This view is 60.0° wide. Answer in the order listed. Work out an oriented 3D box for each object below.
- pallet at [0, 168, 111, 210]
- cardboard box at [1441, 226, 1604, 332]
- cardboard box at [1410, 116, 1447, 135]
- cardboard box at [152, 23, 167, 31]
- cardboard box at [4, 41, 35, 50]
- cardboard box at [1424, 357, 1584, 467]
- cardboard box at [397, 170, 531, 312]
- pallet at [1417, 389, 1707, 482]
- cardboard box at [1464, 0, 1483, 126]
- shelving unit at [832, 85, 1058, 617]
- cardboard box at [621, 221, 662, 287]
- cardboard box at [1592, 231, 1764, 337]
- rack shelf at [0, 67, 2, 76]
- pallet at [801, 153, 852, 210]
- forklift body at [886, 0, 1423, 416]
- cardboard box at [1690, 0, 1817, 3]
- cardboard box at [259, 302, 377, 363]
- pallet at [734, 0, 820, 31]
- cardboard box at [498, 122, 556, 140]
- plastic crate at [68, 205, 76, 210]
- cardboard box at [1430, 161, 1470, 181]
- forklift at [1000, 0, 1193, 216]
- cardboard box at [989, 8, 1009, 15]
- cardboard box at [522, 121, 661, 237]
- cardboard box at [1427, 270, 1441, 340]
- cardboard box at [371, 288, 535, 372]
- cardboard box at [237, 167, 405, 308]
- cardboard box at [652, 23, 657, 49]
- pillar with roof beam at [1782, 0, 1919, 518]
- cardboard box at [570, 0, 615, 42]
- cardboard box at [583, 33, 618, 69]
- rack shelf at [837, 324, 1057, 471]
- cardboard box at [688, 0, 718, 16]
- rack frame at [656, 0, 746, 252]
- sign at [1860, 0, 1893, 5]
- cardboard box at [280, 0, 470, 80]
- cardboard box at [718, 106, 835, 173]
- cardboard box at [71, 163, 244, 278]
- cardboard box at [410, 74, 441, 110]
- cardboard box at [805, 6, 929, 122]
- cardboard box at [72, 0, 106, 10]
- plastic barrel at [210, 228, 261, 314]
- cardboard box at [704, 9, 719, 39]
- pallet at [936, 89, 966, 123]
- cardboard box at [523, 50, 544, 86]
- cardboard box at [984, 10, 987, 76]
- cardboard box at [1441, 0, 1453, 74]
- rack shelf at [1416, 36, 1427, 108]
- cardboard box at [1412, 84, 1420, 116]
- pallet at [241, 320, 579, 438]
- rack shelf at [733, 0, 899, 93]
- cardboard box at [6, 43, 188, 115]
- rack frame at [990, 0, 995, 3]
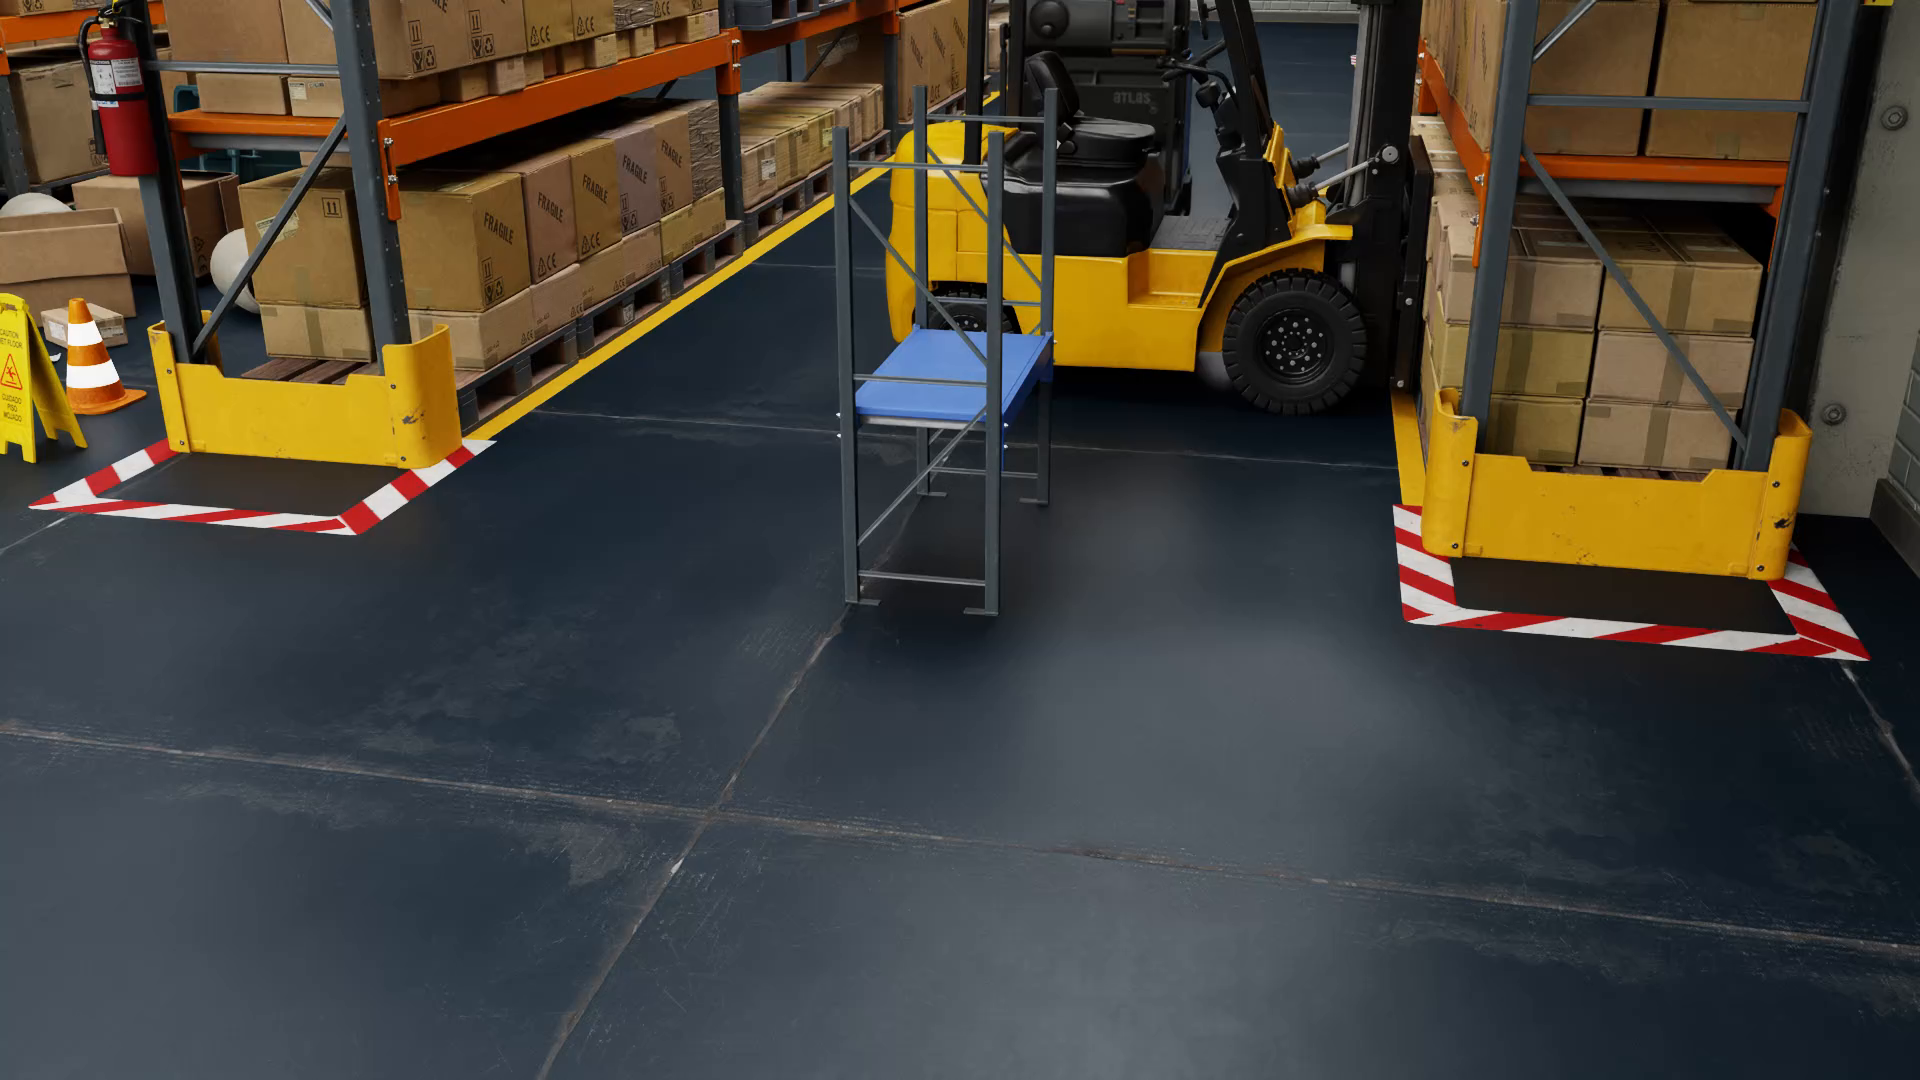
[{"bbox_3d":[-6.614,-2.543,11.886,1.003,0.211,1.213,4,22,11],"label":"pallet"},{"bbox_3d":[2.001,-0.944,5.962,0.500,0.250,0.500,5,23,13],"label":"cardboard box"},{"bbox_3d":[2.623,-2.062,8.737,0.500,0.250,0.500,4,22,10],"label":"cardboard box"},{"bbox_3d":[-9.687,-6.334,19.848,0.875,0.875,0.875,4,22,11],"label":"cardboard box"},{"bbox_3d":[-10.366,-5.212,17.062,1.225,0.875,0.875,5,22,11],"label":"cardboard box"},{"bbox_3d":[1.999,-0.484,6.158,0.500,0.250,0.500,5,22,11],"label":"cardboard box"},{"bbox_3d":[-2.208,-1.295,7.170,0.500,0.500,0.500,4,22,9],"label":"cardboard box"},{"bbox_3d":[2.328,-0.358,6.460,1.003,0.211,1.213,4,22,11],"label":"pallet"},{"bbox_3d":[2.171,-1.804,6.184,0.500,0.500,0.500,5,23,13],"label":"cardboard box"},{"bbox_3d":[-0.017,-0.665,5.496,0.538,1.500,1.048,4,22,11],"label":"shelving unit"},{"bbox_3d":[-1.896,-1.510,8.706,0.500,0.250,0.500,5,22,12],"label":"cardboard box"},{"bbox_3d":[2.496,-0.913,5.886,0.500,0.250,0.500,4,22,10],"label":"cardboard box"},{"bbox_3d":[-7.106,-2.484,8.968,1.077,0.370,4.000,4,22,11],"label":"rack shelf"},{"bbox_3d":[-1.427,-2.647,12.144,1.003,0.211,1.213,4,22,11],"label":"pallet"},{"bbox_3d":[0.814,-1.807,7.462,2.313,2.155,1.214,4,22,11],"label":"forklift body"},{"bbox_3d":[2.536,-1.820,5.356,0.380,0.149,0.250,4,22,10],"label":"cardboard box"},{"bbox_3d":[-2.741,-0.990,7.415,0.500,0.250,0.500,4,22,11],"label":"cardboard box"},{"bbox_3d":[-1.533,-3.388,10.507,1.003,0.211,1.213,4,22,11],"label":"pallet"},{"bbox_3d":[-2.421,-1.894,8.657,0.500,0.500,0.500,6,23,14],"label":"cardboard box"},{"bbox_3d":[-5.451,-2.108,10.759,0.450,0.188,0.662,7,21,42],"label":"plastic crate"},{"bbox_3d":[2.304,-1.501,7.346,0.500,0.250,0.500,4,22,10],"label":"cardboard box"},{"bbox_3d":[0.791,-3.154,9.762,1.130,2.935,3.031,4,22,10],"label":"forklift"},{"bbox_3d":[0.402,-6.019,19.651,0.875,0.438,0.875,5,22,12],"label":"cardboard box"},{"bbox_3d":[-1.894,-1.866,8.586,0.500,0.500,0.500,6,23,14],"label":"cardboard box"},{"bbox_3d":[2.119,-0.904,6.533,0.500,0.250,0.500,4,22,10],"label":"cardboard box"},{"bbox_3d":[-2.212,-0.939,7.288,0.500,0.250,0.500,4,22,10],"label":"cardboard box"},{"bbox_3d":[-2.739,-1.326,7.245,0.500,0.500,0.500,5,22,11],"label":"cardboard box"},{"bbox_3d":[-1.837,-2.680,8.829,0.380,0.149,0.250,4,22,10],"label":"cardboard box"},{"bbox_3d":[-0.977,-4.665,5.392,9.100,9.000,0.400,4,22,11],"label":"pillar with roof beam"},{"bbox_3d":[-1.978,-2.645,7.873,0.500,0.500,0.500,4,22,10],"label":"cardboard box"},{"bbox_3d":[-1.901,-2.391,8.112,0.380,0.149,0.250,5,22,11],"label":"cardboard box"},{"bbox_3d":[-0.017,-0.498,5.563,0.538,0.185,1.000,4,22,11],"label":"rack shelf"},{"bbox_3d":[-1.678,-3.211,9.280,0.500,0.500,0.500,4,22,10],"label":"cardboard box"},{"bbox_3d":[-1.831,-3.208,9.805,1.000,3.000,0.127,4,22,11],"label":"rack frame"},{"bbox_3d":[2.755,-1.762,4.950,0.100,0.325,0.005,4,22,11],"label":"sign"},{"bbox_3d":[-2.279,-2.082,6.476,0.500,0.500,0.500,4,22,10],"label":"cardboard box"},{"bbox_3d":[-1.443,-2.894,11.979,0.950,0.372,0.625,5,23,13],"label":"cardboard box"},{"bbox_3d":[-4.585,-1.829,9.539,0.797,0.637,0.503,4,22,11],"label":"cardboard box"},{"bbox_3d":[-2.338,-1.831,6.721,0.380,0.149,0.250,5,22,12],"label":"cardboard box"},{"bbox_3d":[-0.793,-4.127,14.367,0.875,0.875,0.875,4,22,10],"label":"cardboard box"},{"bbox_3d":[-6.225,-3.952,11.517,0.500,0.500,0.500,5,22,11],"label":"cardboard box"},{"bbox_3d":[-3.708,-1.421,8.816,0.421,0.421,0.512,-16,27,-35],"label":"plastic barrel"},{"bbox_3d":[-1.598,-2.951,9.502,0.380,0.149,0.250,4,22,10],"label":"cardboard box"},{"bbox_3d":[-0.529,-4.105,15.764,1.003,0.211,1.213,4,22,11],"label":"pallet"},{"bbox_3d":[-2.088,-2.108,7.409,0.380,0.149,0.250,5,22,12],"label":"cardboard box"},{"bbox_3d":[-0.247,-5.111,16.810,0.875,0.875,0.875,5,23,13],"label":"cardboard box"},{"bbox_3d":[2.490,-2.358,7.561,0.500,0.500,0.500,4,22,10],"label":"cardboard box"},{"bbox_3d":[3.437,-3.229,10.819,1.077,0.370,4.000,4,22,11],"label":"rack shelf"},{"bbox_3d":[3.442,-2.675,11.096,0.875,0.625,0.625,4,22,9],"label":"cardboard box"},{"bbox_3d":[-2.431,-0.774,7.494,1.003,0.211,1.213,4,22,11],"label":"pallet"},{"bbox_3d":[-1.423,-3.606,11.756,1.077,0.370,4.000,4,22,11],"label":"rack shelf"},{"bbox_3d":[-6.458,-3.287,12.448,1.050,0.750,0.750,4,22,11],"label":"cardboard box"},{"bbox_3d":[0.618,-7.597,20.702,1.000,3.000,0.127,4,22,11],"label":"rack frame"}]
